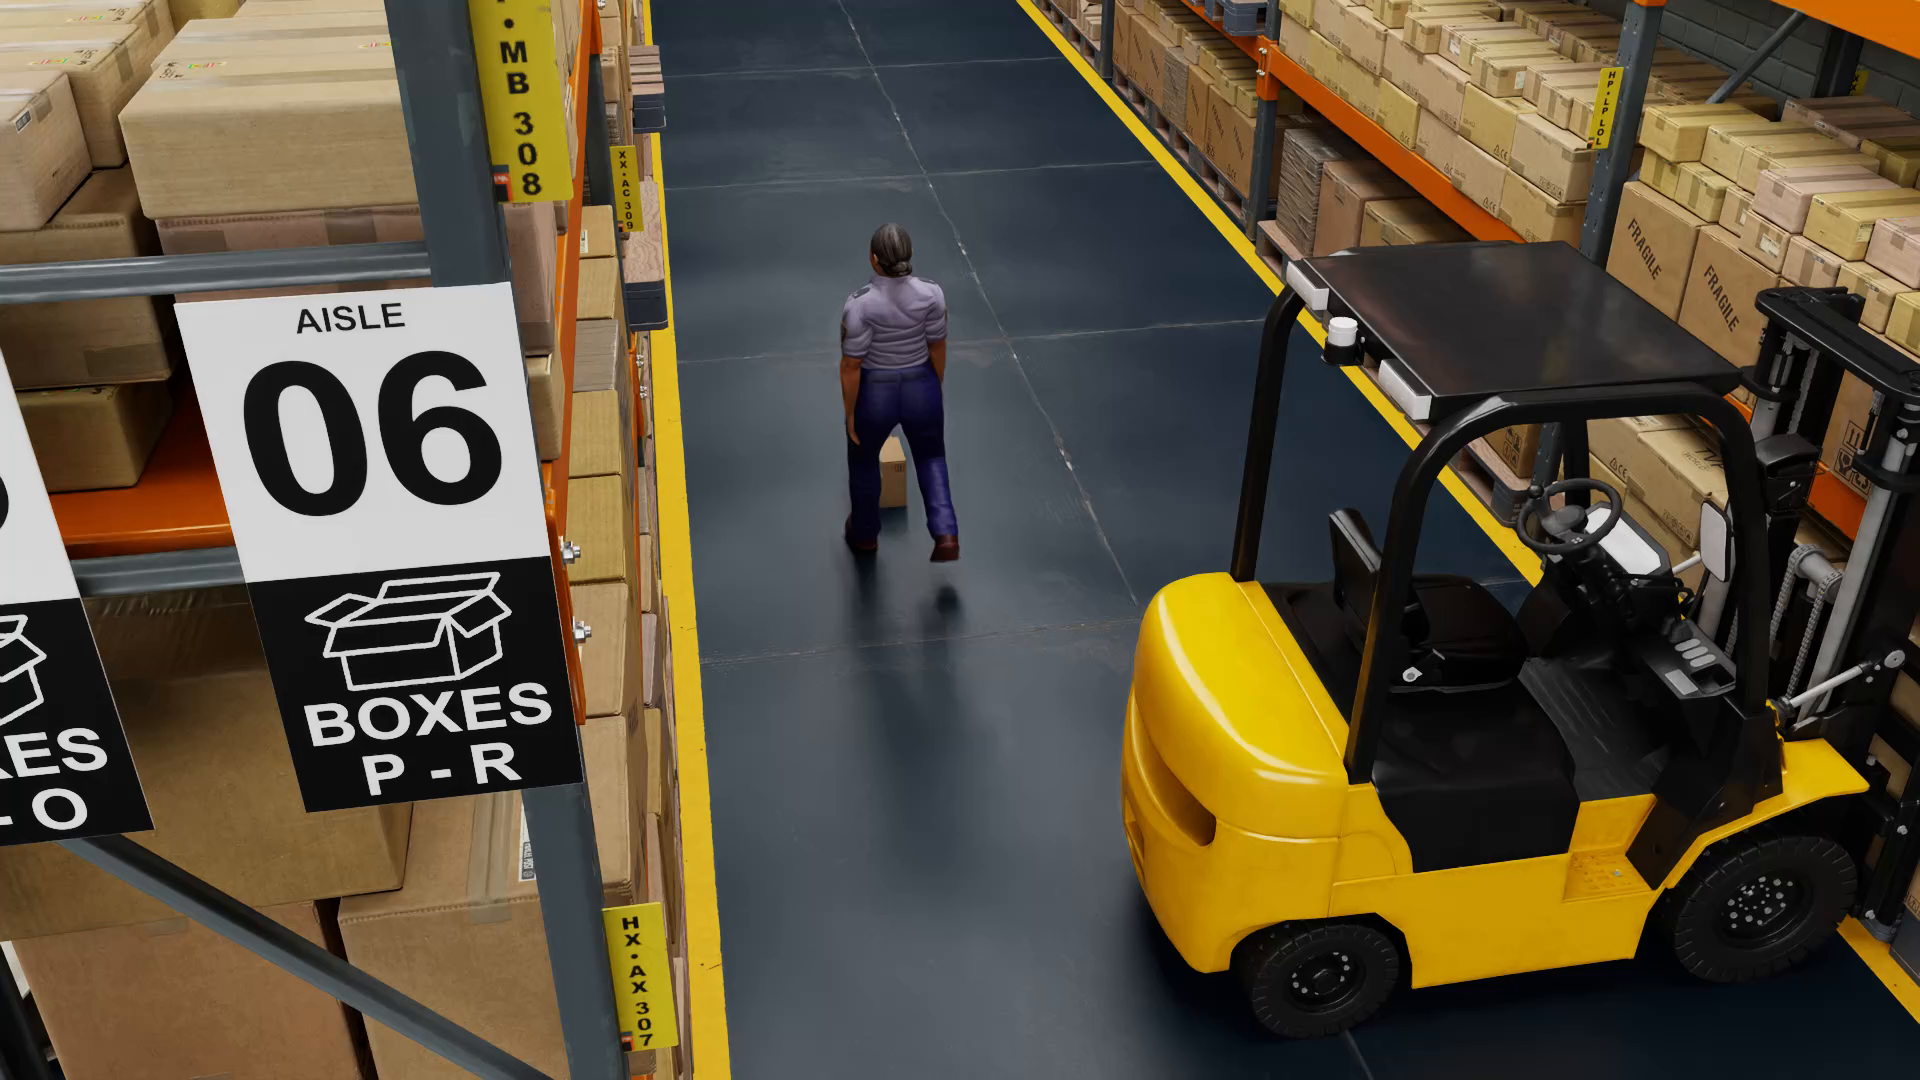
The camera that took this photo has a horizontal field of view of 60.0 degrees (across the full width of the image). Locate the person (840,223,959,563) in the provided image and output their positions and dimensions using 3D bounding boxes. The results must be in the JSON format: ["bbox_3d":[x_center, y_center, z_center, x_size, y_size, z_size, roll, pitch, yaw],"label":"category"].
[{"bbox_3d":[-0.288,-0.610,7.154,0.491,1.609,0.752,-8,32,-13],"label":"person"}]
